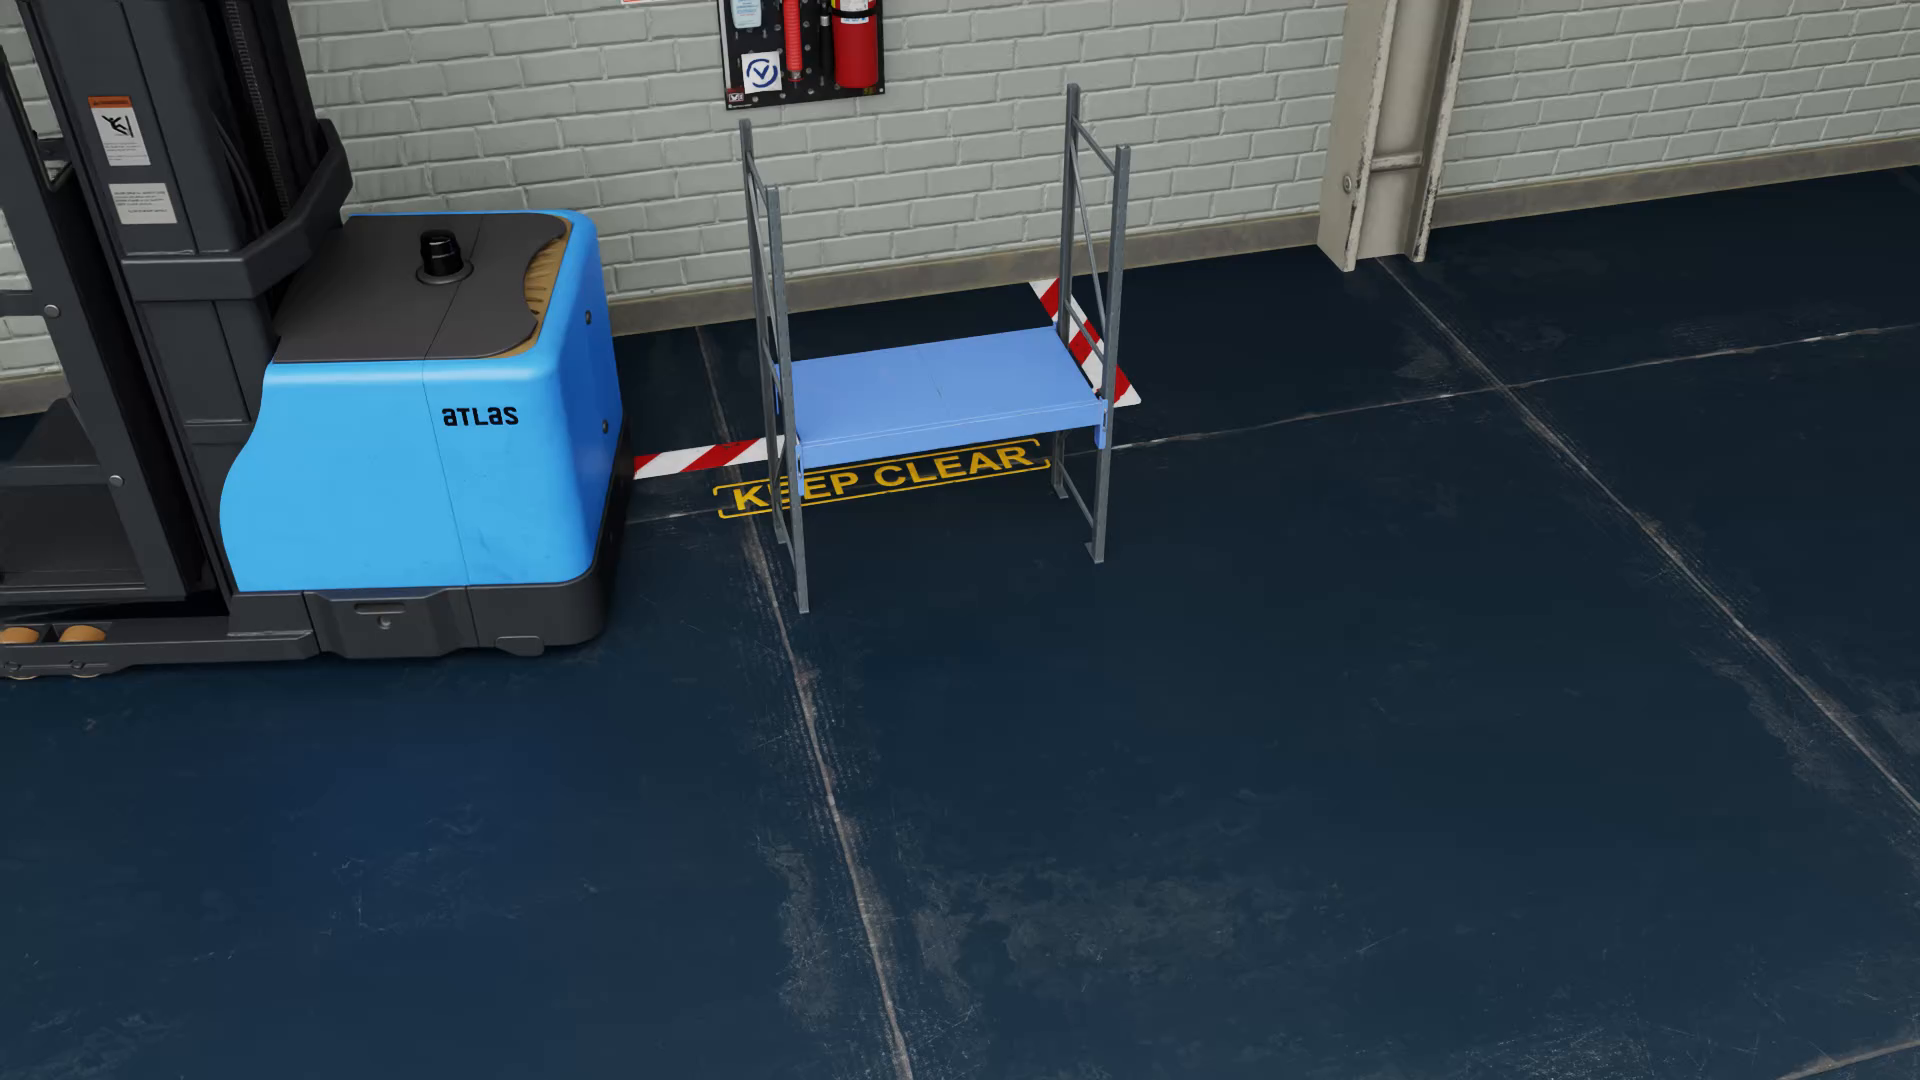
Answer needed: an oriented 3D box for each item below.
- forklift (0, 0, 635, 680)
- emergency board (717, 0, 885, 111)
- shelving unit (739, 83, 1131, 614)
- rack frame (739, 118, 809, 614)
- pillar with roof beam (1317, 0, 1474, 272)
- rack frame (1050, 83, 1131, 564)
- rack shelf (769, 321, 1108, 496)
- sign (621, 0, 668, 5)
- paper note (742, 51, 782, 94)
[{"bbox_3d":[-2.658,-1.059,4.722,3.031,2.935,1.130,-2,37,-2],"label":"forklift"},{"bbox_3d":[-0.566,-2.119,6.051,0.643,1.169,0.194,-9,38,-12],"label":"emergency board"},{"bbox_3d":[-0.082,-0.582,5.277,1.048,1.500,0.538,-9,38,-12],"label":"shelving unit"},{"bbox_3d":[-0.573,-0.502,5.171,0.032,1.500,0.500,-9,38,-12],"label":"rack frame"},{"bbox_3d":[2.952,-2.346,1.410,0.400,9.000,9.100,-9,38,-12],"label":"pillar with roof beam"},{"bbox_3d":[0.408,-0.663,5.382,0.032,1.500,0.500,-9,38,-12],"label":"rack frame"},{"bbox_3d":[-0.082,-0.439,5.386,1.000,0.185,0.538,-9,38,-12],"label":"rack shelf"},{"bbox_3d":[-1.126,-2.106,6.005,0.234,0.329,0.001,-9,38,-12],"label":"sign"},{"bbox_3d":[-0.755,-1.782,6.335,0.142,0.148,0.016,-9,38,-12],"label":"paper note"}]
